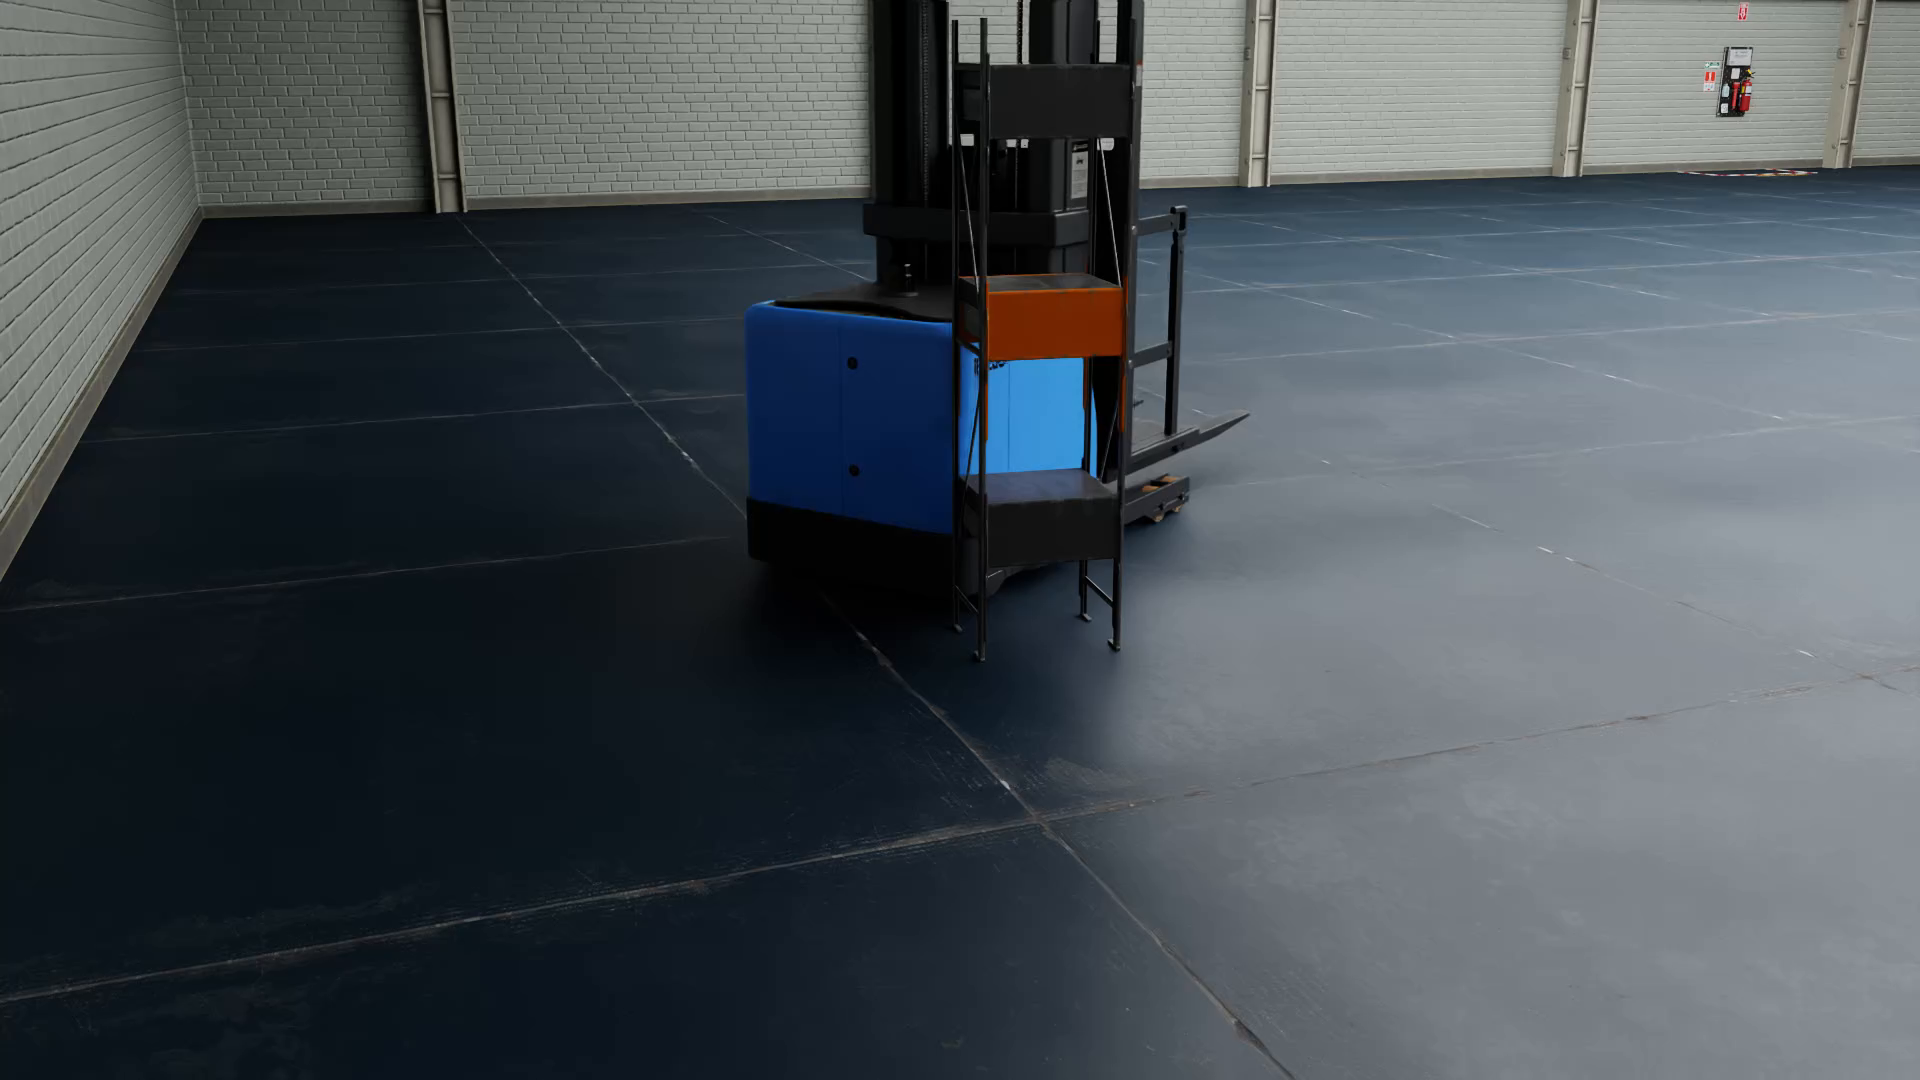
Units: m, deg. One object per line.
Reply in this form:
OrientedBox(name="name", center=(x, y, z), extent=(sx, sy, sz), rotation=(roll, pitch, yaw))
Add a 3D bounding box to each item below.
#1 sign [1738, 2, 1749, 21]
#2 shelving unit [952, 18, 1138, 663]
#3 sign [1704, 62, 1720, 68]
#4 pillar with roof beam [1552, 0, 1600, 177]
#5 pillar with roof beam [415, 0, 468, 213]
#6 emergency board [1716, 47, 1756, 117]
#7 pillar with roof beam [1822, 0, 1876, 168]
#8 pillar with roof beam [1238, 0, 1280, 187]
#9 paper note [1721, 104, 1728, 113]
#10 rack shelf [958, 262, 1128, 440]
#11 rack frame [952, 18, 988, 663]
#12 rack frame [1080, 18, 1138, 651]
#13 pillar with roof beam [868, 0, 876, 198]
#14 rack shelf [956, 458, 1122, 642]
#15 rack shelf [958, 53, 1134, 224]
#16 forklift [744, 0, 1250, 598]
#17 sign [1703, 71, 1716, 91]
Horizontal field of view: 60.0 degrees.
OrientedBox(name="sign", center=(13.403, -9.044, 28.457), extent=(0.199, 0.298, 0.001), rotation=(-6, 17, -20))
OrientedBox(name="shelving unit", center=(0.265, -0.661, 5.621), extent=(0.503, 2.100, 0.431), rotation=(-4, 17, -14))
OrientedBox(name="sign", center=(12.900, -8.147, 28.514), extent=(0.331, 0.109, 0.001), rotation=(-6, 17, -20))
OrientedBox(name="pillar with roof beam", center=(11.705, -9.286, 22.749), extent=(0.400, 9.000, 9.100), rotation=(-6, 17, -20))
OrientedBox(name="pillar with roof beam", center=(-5.103, -7.471, 16.570), extent=(0.400, 9.000, 9.100), rotation=(-6, 17, -20))
OrientedBox(name="emergency board", center=(13.446, -7.906, 28.698), extent=(0.643, 1.169, 0.194), rotation=(-6, 17, -20))
OrientedBox(name="pillar with roof beam", center=(17.308, -9.891, 24.809), extent=(0.400, 9.000, 9.100), rotation=(-6, 17, -20))
OrientedBox(name="pillar with roof beam", center=(6.102, -8.681, 20.689), extent=(0.400, 9.000, 9.100), rotation=(-6, 17, -20))
OrientedBox(name="paper note", center=(13.256, -7.484, 28.823), extent=(0.142, 0.148, 0.016), rotation=(-6, 17, -20))
OrientedBox(name="rack shelf", center=(0.265, -0.648, 5.625), extent=(0.480, 0.518, 0.431), rotation=(-4, 17, -14))
OrientedBox(name="rack frame", center=(0.028, -0.644, 5.563), extent=(0.015, 2.100, 0.400), rotation=(-4, 17, -14))
OrientedBox(name="rack frame", center=(0.501, -0.678, 5.679), extent=(0.015, 2.100, 0.400), rotation=(-4, 17, -14))
OrientedBox(name="pillar with roof beam", center=(0.499, -8.076, 18.630), extent=(0.400, 9.000, 9.100), rotation=(-6, 17, -20))
OrientedBox(name="rack shelf", center=(0.265, 0.024, 5.822), extent=(0.480, 0.518, 0.431), rotation=(-4, 17, -14))
OrientedBox(name="rack shelf", center=(0.265, -1.319, 5.428), extent=(0.480, 0.518, 0.431), rotation=(-4, 17, -14))
OrientedBox(name="forklift", center=(0.385, -1.549, 7.171), extent=(1.130, 2.935, 3.031), rotation=(10, 19, 32))
OrientedBox(name="sign", center=(12.893, -7.895, 28.595), extent=(0.234, 0.329, 0.001), rotation=(-6, 17, -20))
